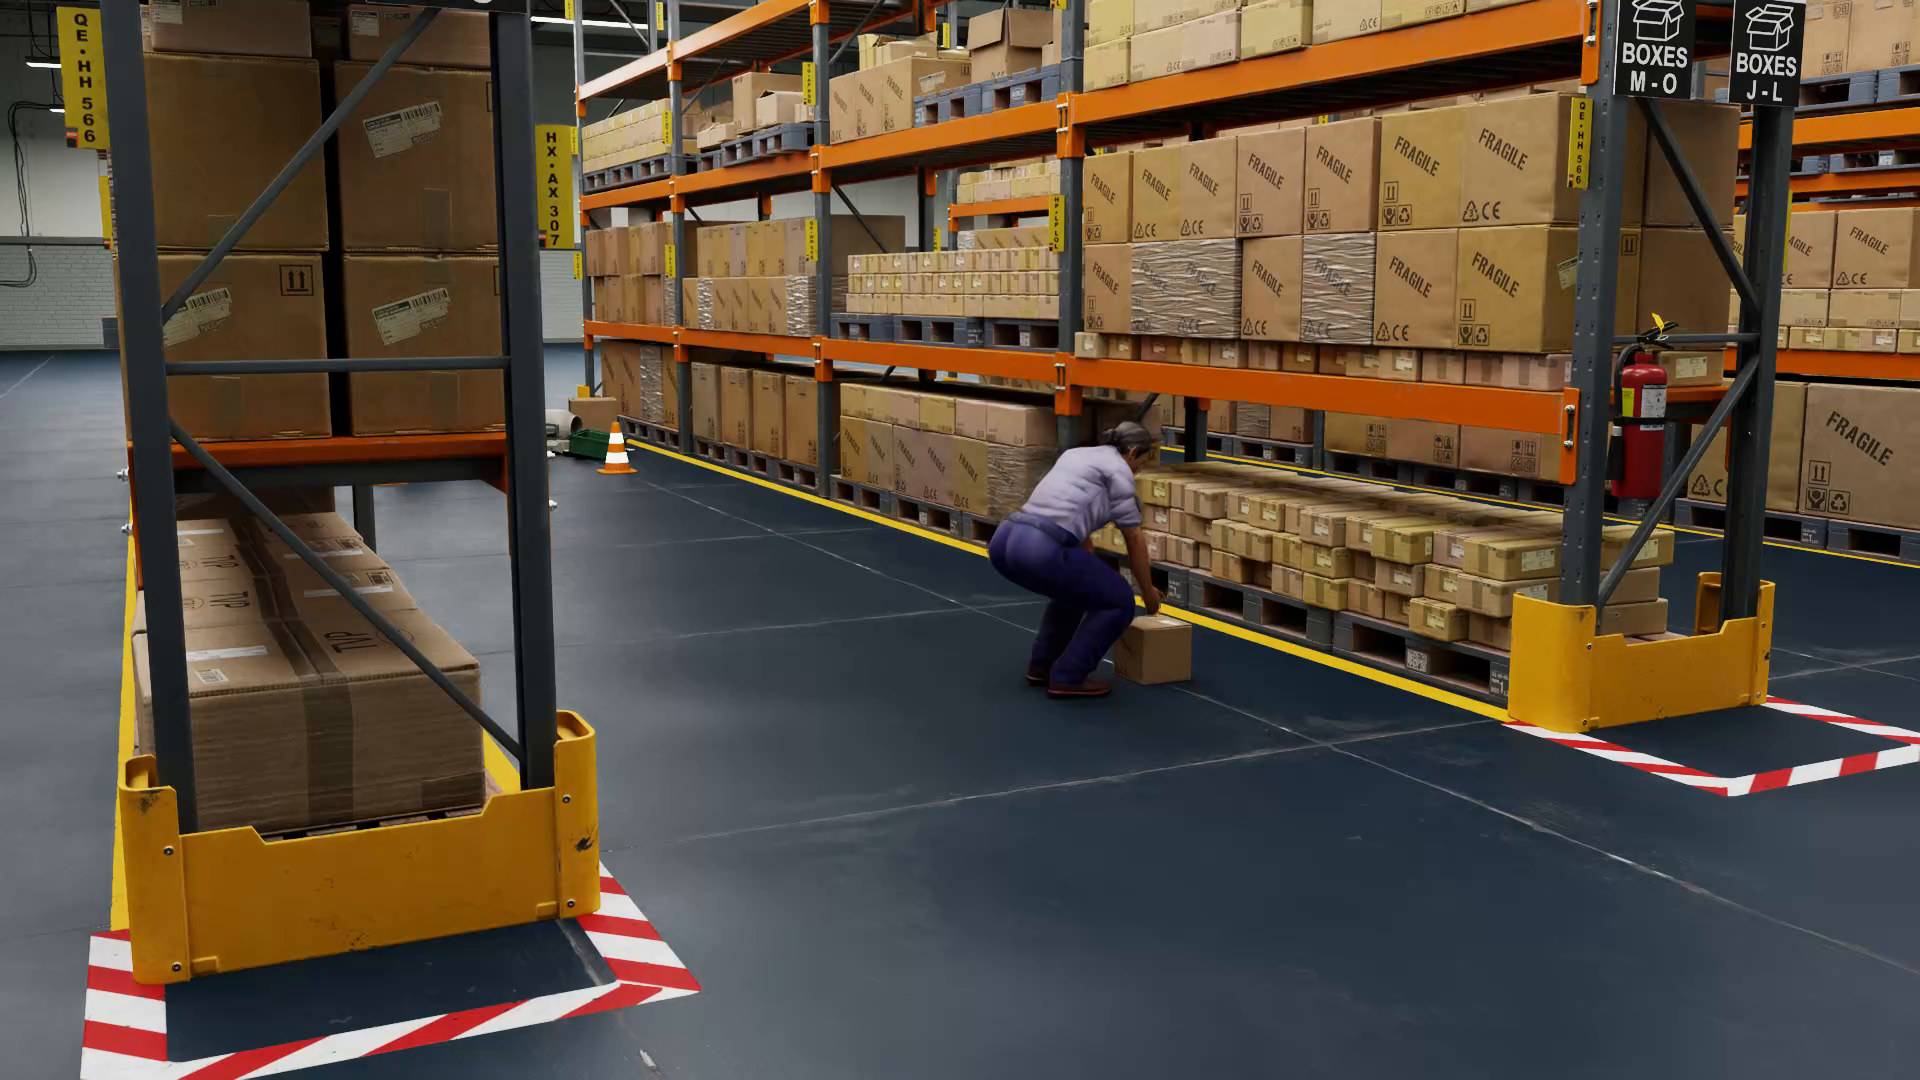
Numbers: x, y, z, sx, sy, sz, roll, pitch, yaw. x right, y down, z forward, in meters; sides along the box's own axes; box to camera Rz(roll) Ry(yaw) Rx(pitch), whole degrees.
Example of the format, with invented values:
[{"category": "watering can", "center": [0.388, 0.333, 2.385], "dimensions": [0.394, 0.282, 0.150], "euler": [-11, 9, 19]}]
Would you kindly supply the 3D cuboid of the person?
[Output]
[{"category": "person", "center": [0.490, 0.072, 7.133], "dimensions": [0.762, 1.141, 0.539], "euler": [-4, 10, -26]}]
